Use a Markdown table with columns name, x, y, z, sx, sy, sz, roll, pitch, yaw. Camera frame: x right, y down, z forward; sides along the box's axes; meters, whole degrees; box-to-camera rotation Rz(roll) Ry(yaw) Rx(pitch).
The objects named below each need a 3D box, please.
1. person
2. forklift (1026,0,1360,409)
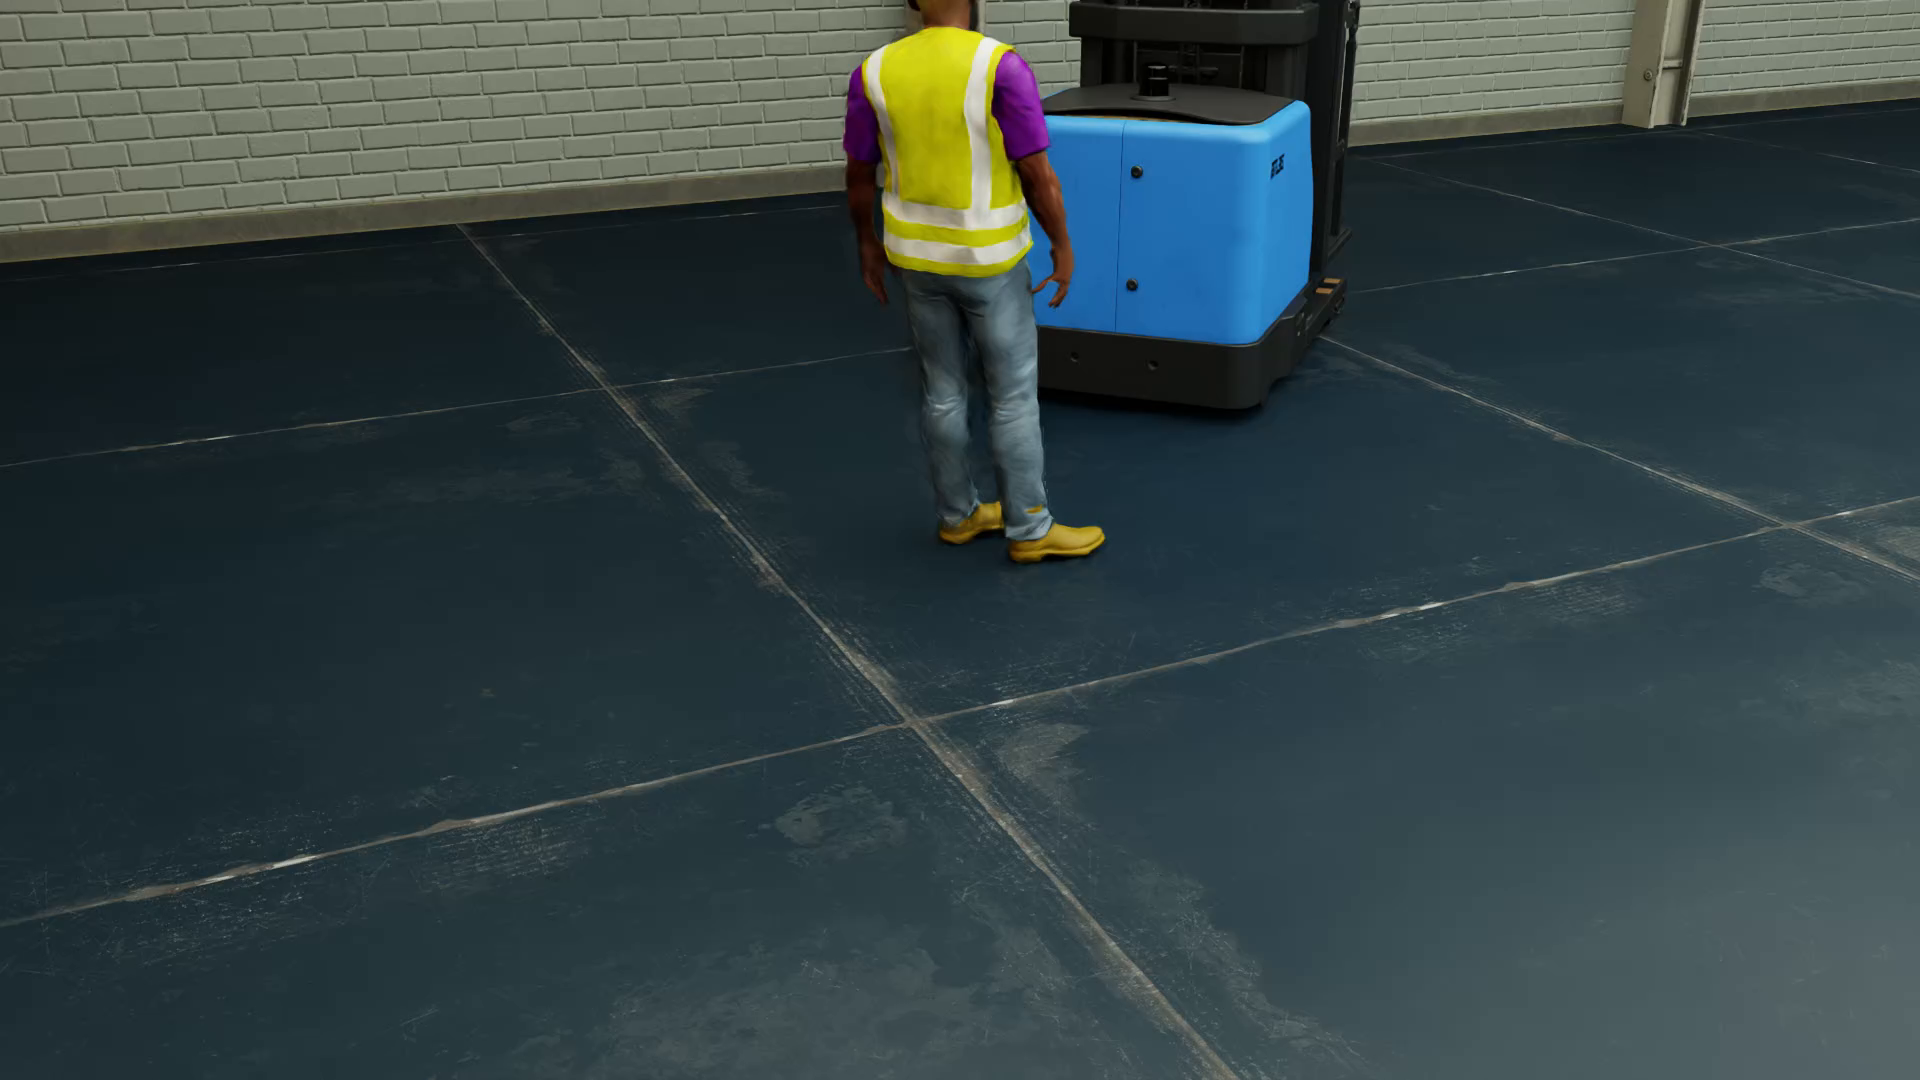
| name | x | y | z | sx | sy | sz | roll | pitch | yaw |
| --- | --- | --- | --- | --- | --- | --- | --- | --- | --- |
| person | 0.050 | -0.816 | 4.759 | 0.765 | 1.768 | 0.444 | 9 | 24 | 20 |
| forklift | 1.127 | -2.365 | 6.979 | 1.130 | 2.935 | 3.031 | 9 | 24 | 20 |
